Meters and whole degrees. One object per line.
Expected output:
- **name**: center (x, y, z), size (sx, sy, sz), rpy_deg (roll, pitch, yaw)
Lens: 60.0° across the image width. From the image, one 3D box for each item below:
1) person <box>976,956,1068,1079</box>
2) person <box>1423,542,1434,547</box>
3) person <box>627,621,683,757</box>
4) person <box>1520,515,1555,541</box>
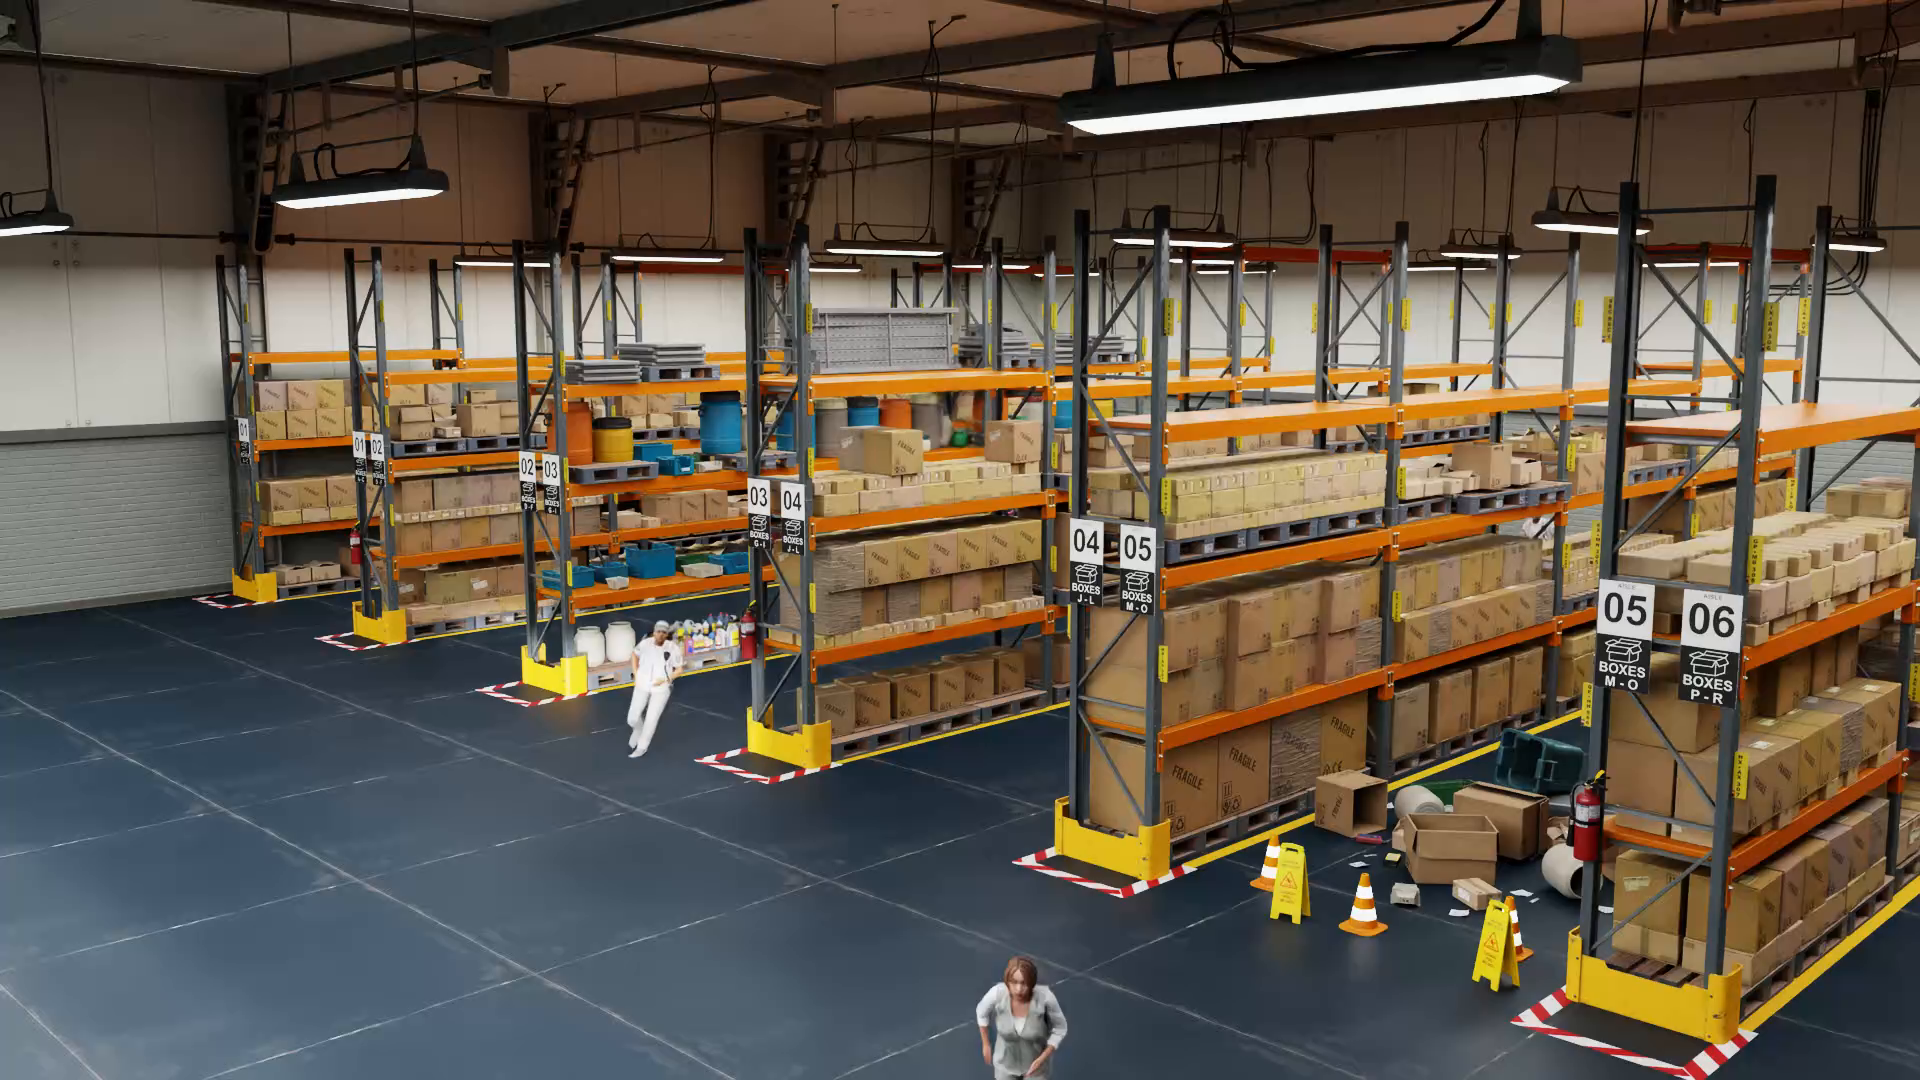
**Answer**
- **person**: center (0.358, 3.076, 9.702), size (0.532, 1.537, 0.710), rpy_deg (0, 8, 3)
- **person**: center (7.274, 0.759, 25.823), size (0.524, 1.524, 0.739), rpy_deg (5, 10, 34)
- **person**: center (-3.516, 1.704, 19.058), size (0.693, 1.591, 0.554), rpy_deg (0, 8, 3)
- **person**: center (10.077, 0.230, 28.943), size (0.677, 1.736, 0.543), rpy_deg (7, 11, 42)
